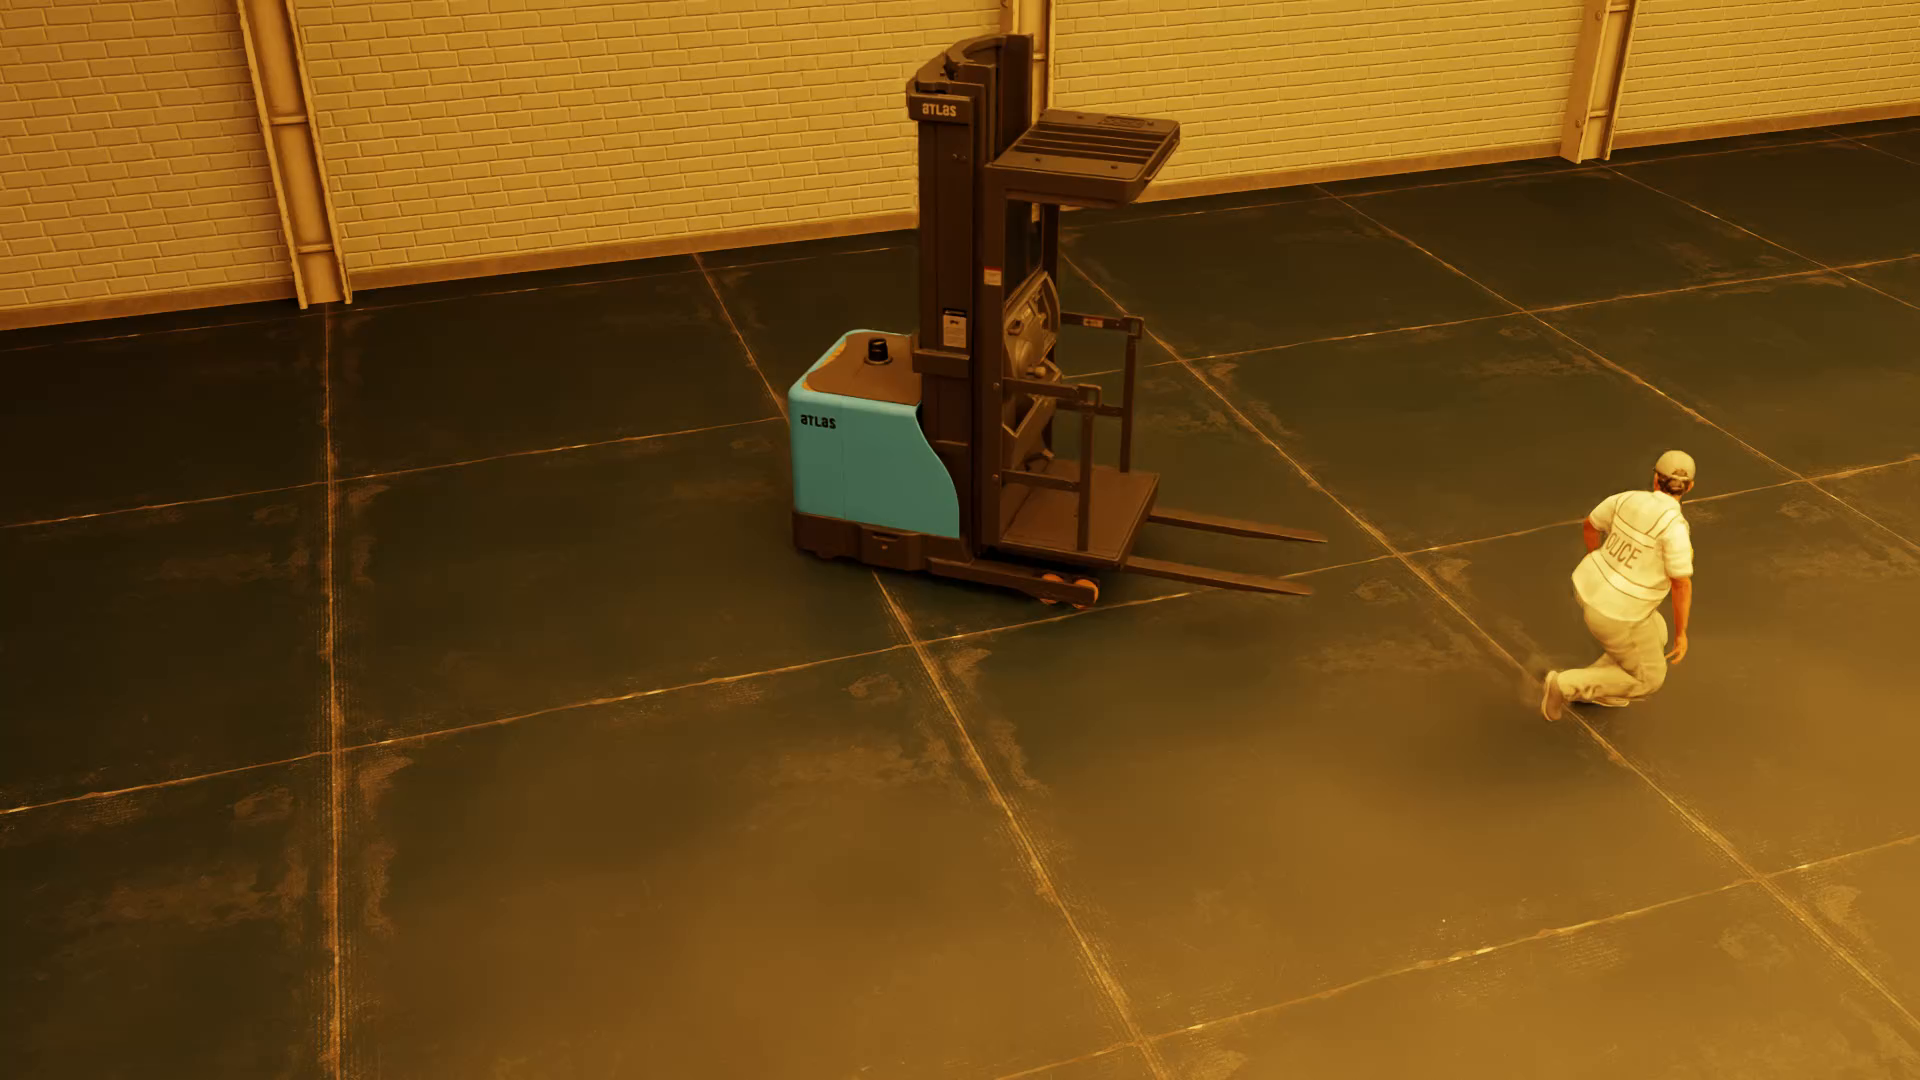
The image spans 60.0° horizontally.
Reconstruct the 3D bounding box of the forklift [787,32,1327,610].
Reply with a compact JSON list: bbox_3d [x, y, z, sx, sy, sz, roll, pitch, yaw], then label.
[{"bbox_3d":[0.583,-1.178,9.134,3.031,2.935,1.130,9,31,16],"label":"forklift"}]

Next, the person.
[{"bbox_3d":[3.231,0.263,8.138,0.622,1.456,0.757,0,30,0],"label":"person"}]
